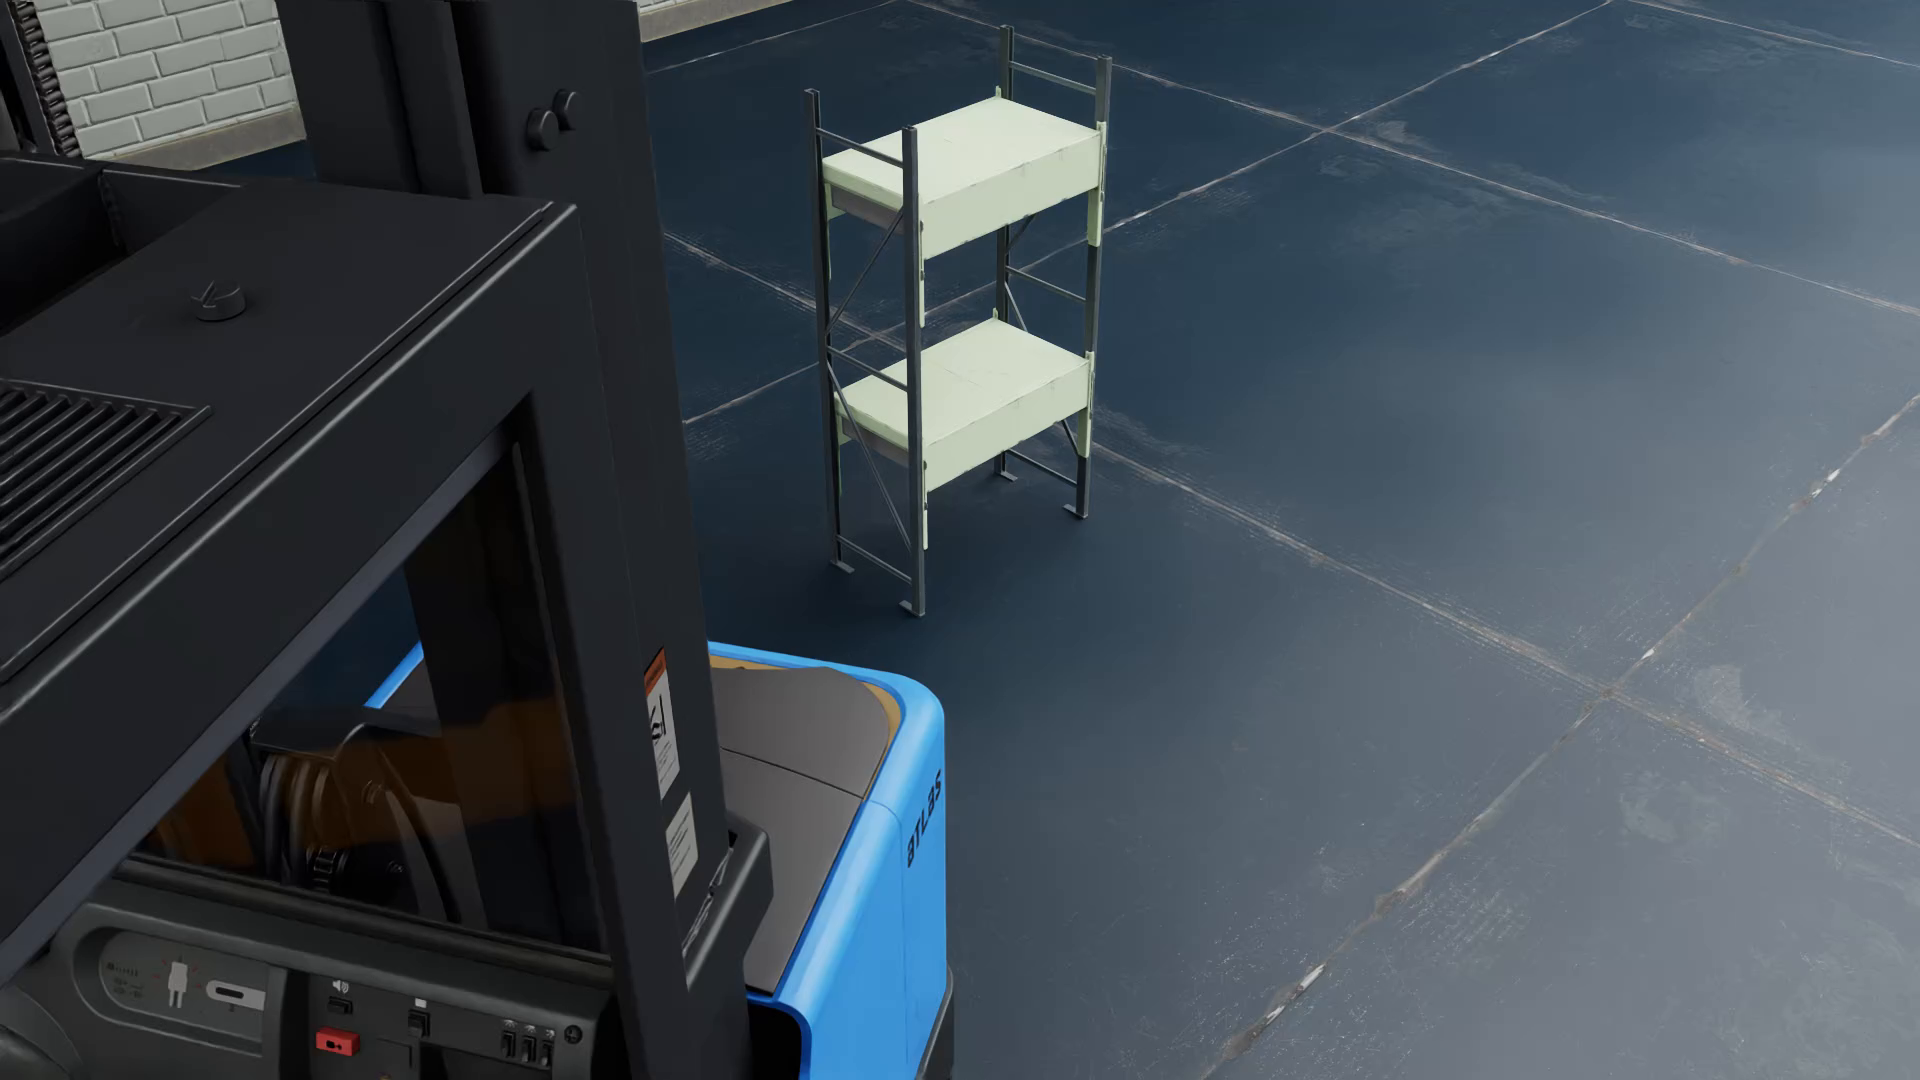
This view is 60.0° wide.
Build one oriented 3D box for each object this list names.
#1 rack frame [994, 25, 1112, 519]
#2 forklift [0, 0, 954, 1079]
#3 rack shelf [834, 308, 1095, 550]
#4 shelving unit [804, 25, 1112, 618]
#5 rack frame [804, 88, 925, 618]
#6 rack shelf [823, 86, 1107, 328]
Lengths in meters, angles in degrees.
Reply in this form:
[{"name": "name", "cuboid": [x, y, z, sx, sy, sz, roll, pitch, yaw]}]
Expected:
[{"name": "rack frame", "cuboid": [0.263, -0.766, 5.038, 0.400, 1.500, 0.023, 30, 45, 35]}, {"name": "forklift", "cuboid": [-0.893, 0.673, 1.723, 1.130, 2.935, 3.031, 9, 36, 12]}, {"name": "rack shelf", "cuboid": [0.005, -0.350, 5.011, 0.431, 0.370, 0.720, 30, 45, 35]}, {"name": "shelving unit", "cuboid": [0.005, -0.618, 4.825, 0.431, 1.500, 0.755, 30, 45, 35]}, {"name": "rack frame", "cuboid": [-0.253, -0.469, 4.612, 0.400, 1.500, 0.023, 30, 45, 35]}, {"name": "rack shelf", "cuboid": [0.005, -0.938, 4.602, 0.431, 0.370, 0.720, 30, 45, 35]}]
